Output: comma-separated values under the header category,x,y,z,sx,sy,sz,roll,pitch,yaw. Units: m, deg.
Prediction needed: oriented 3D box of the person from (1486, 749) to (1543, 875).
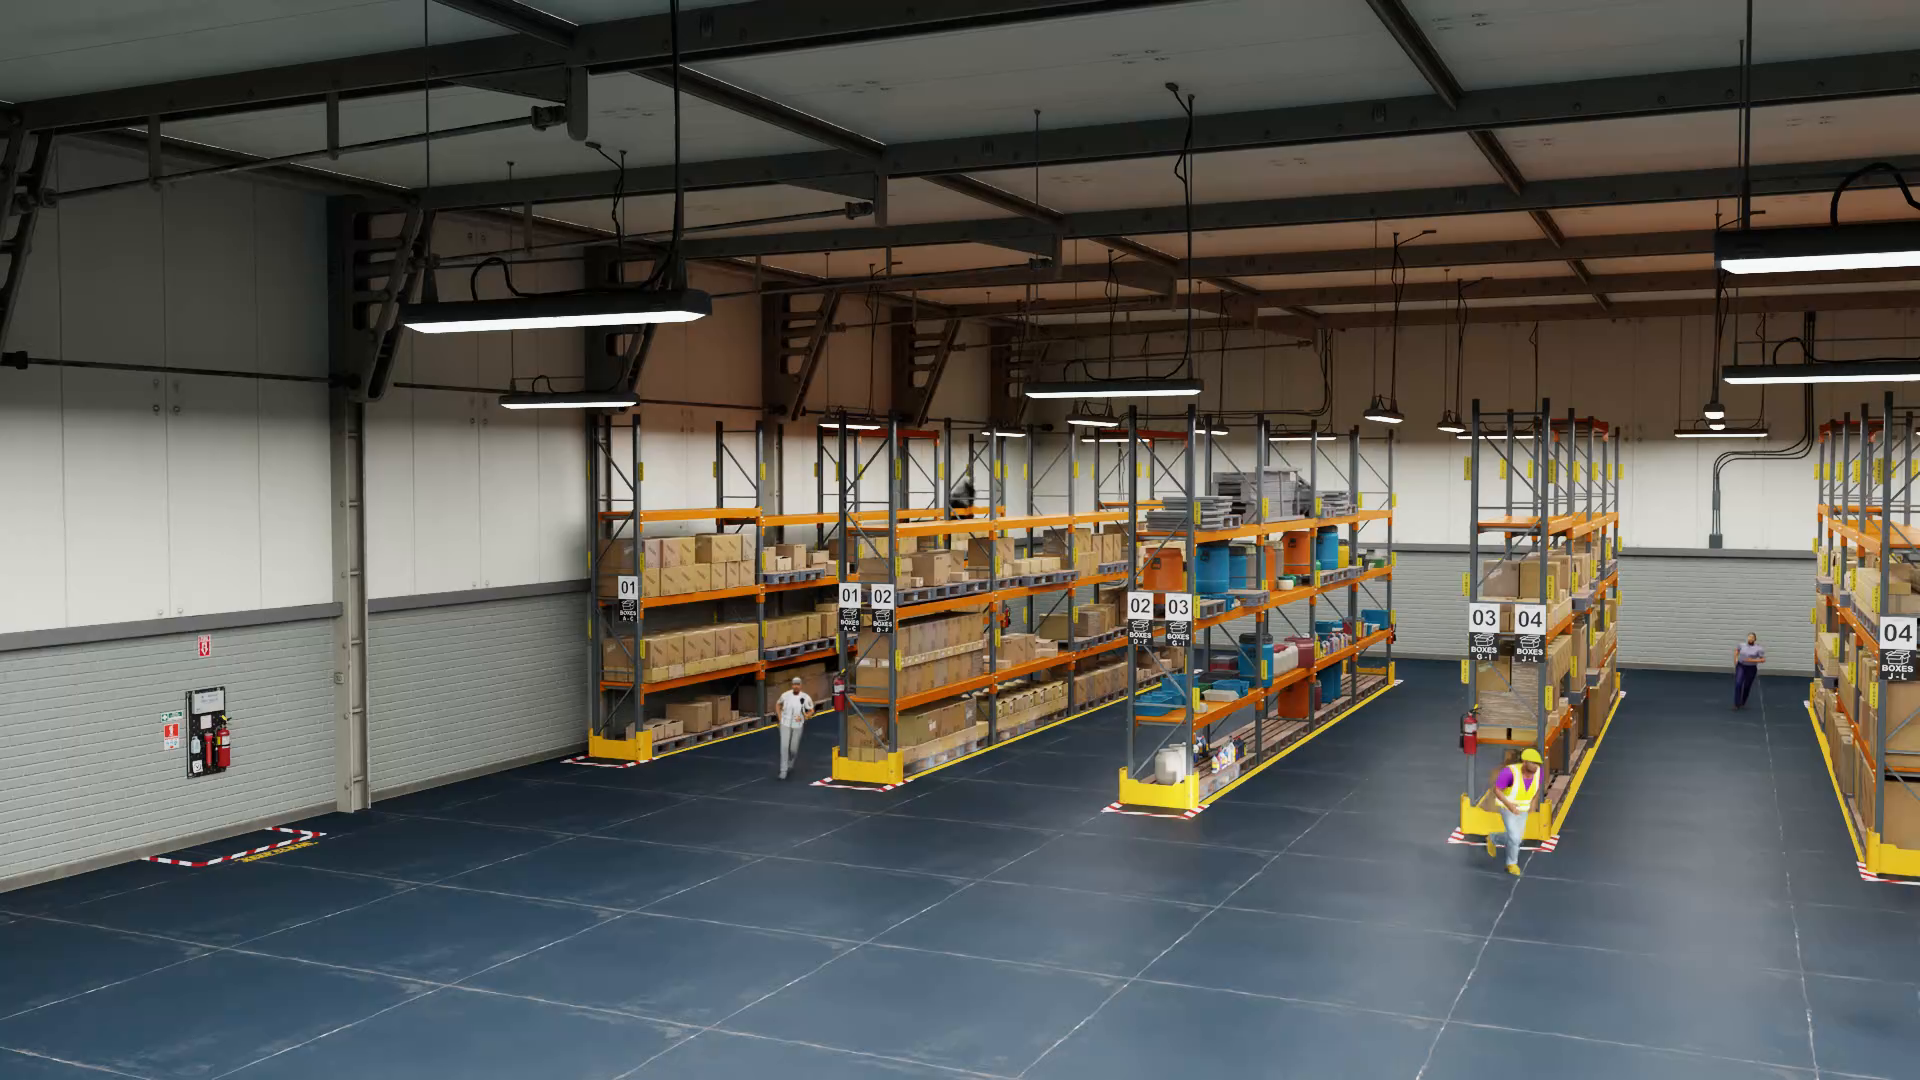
category,x,y,z,sx,sy,sz,roll,pitch,yaw
person,6.938,3.360,20.800,0.705,1.611,0.989,-1,2,-18

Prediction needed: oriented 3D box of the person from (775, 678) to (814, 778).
category,x,y,z,sx,sy,sz,roll,pitch,yaw
person,-2.735,3.083,27.466,0.648,1.645,0.721,0,2,1

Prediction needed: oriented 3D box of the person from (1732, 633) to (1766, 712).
category,x,y,z,sx,sy,sz,roll,pitch,yaw
person,16.593,2.761,34.955,0.619,1.648,0.862,1,3,31
